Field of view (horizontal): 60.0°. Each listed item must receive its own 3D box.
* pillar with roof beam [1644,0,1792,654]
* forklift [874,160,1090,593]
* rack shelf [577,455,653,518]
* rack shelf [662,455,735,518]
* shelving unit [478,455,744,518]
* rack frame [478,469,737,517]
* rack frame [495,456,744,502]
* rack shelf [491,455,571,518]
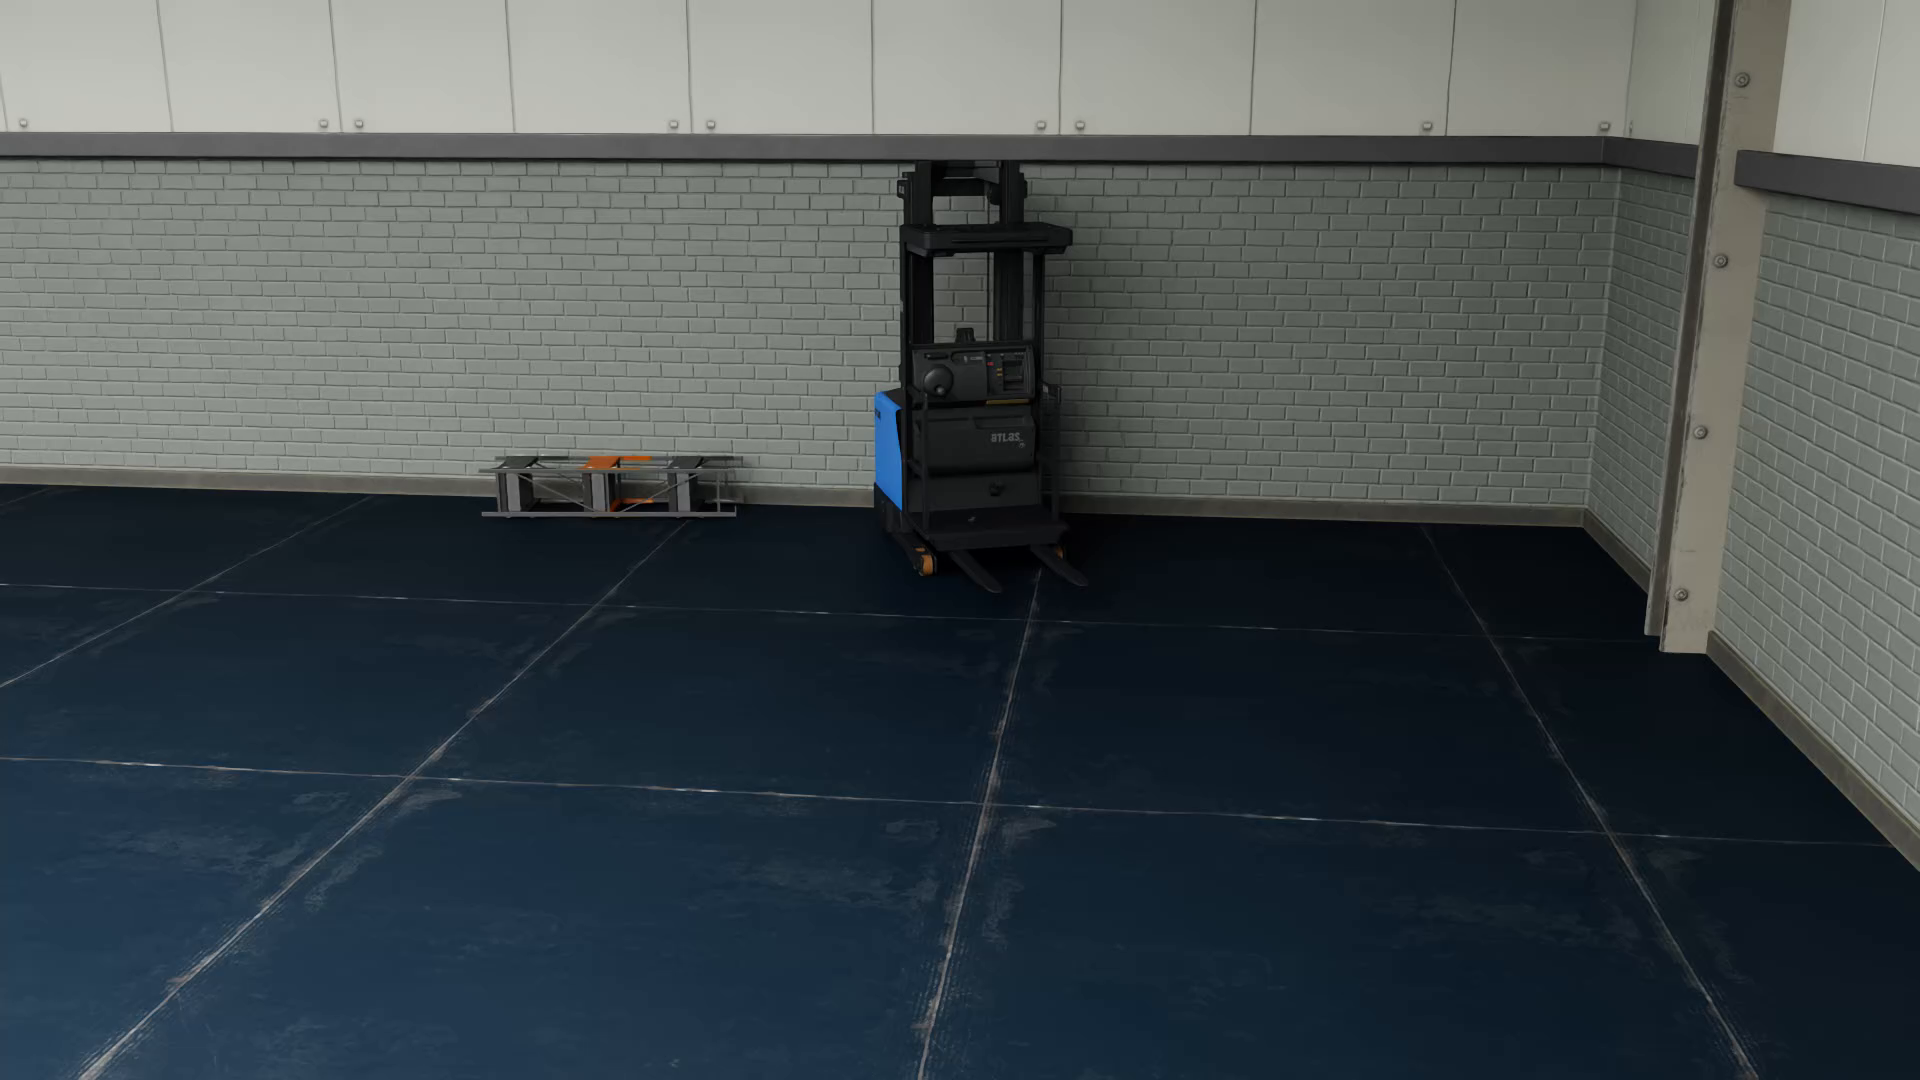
[{"bbox_3d":[0.342,-3.808,10.007,9.100,9.000,0.400,2,15,6],"label":"pillar with roof beam"},{"bbox_3d":[0.160,-1.257,12.195,1.130,2.935,3.031,-4,16,-14],"label":"forklift"},{"bbox_3d":[-2.876,-0.452,13.894,0.518,0.431,0.480,0,15,0],"label":"rack shelf"},{"bbox_3d":[-2.176,-0.452,13.892,0.518,0.431,0.480,0,15,0],"label":"rack shelf"},{"bbox_3d":[-2.890,-0.452,13.894,2.100,0.431,0.503,0,15,0],"label":"shelving unit"},{"bbox_3d":[-2.891,-0.388,13.659,2.100,0.400,0.015,0,15,0],"label":"rack frame"},{"bbox_3d":[-2.889,-0.516,14.130,2.100,0.400,0.015,0,15,0],"label":"rack frame"},{"bbox_3d":[-3.576,-0.453,13.897,0.518,0.431,0.480,0,15,0],"label":"rack shelf"}]
